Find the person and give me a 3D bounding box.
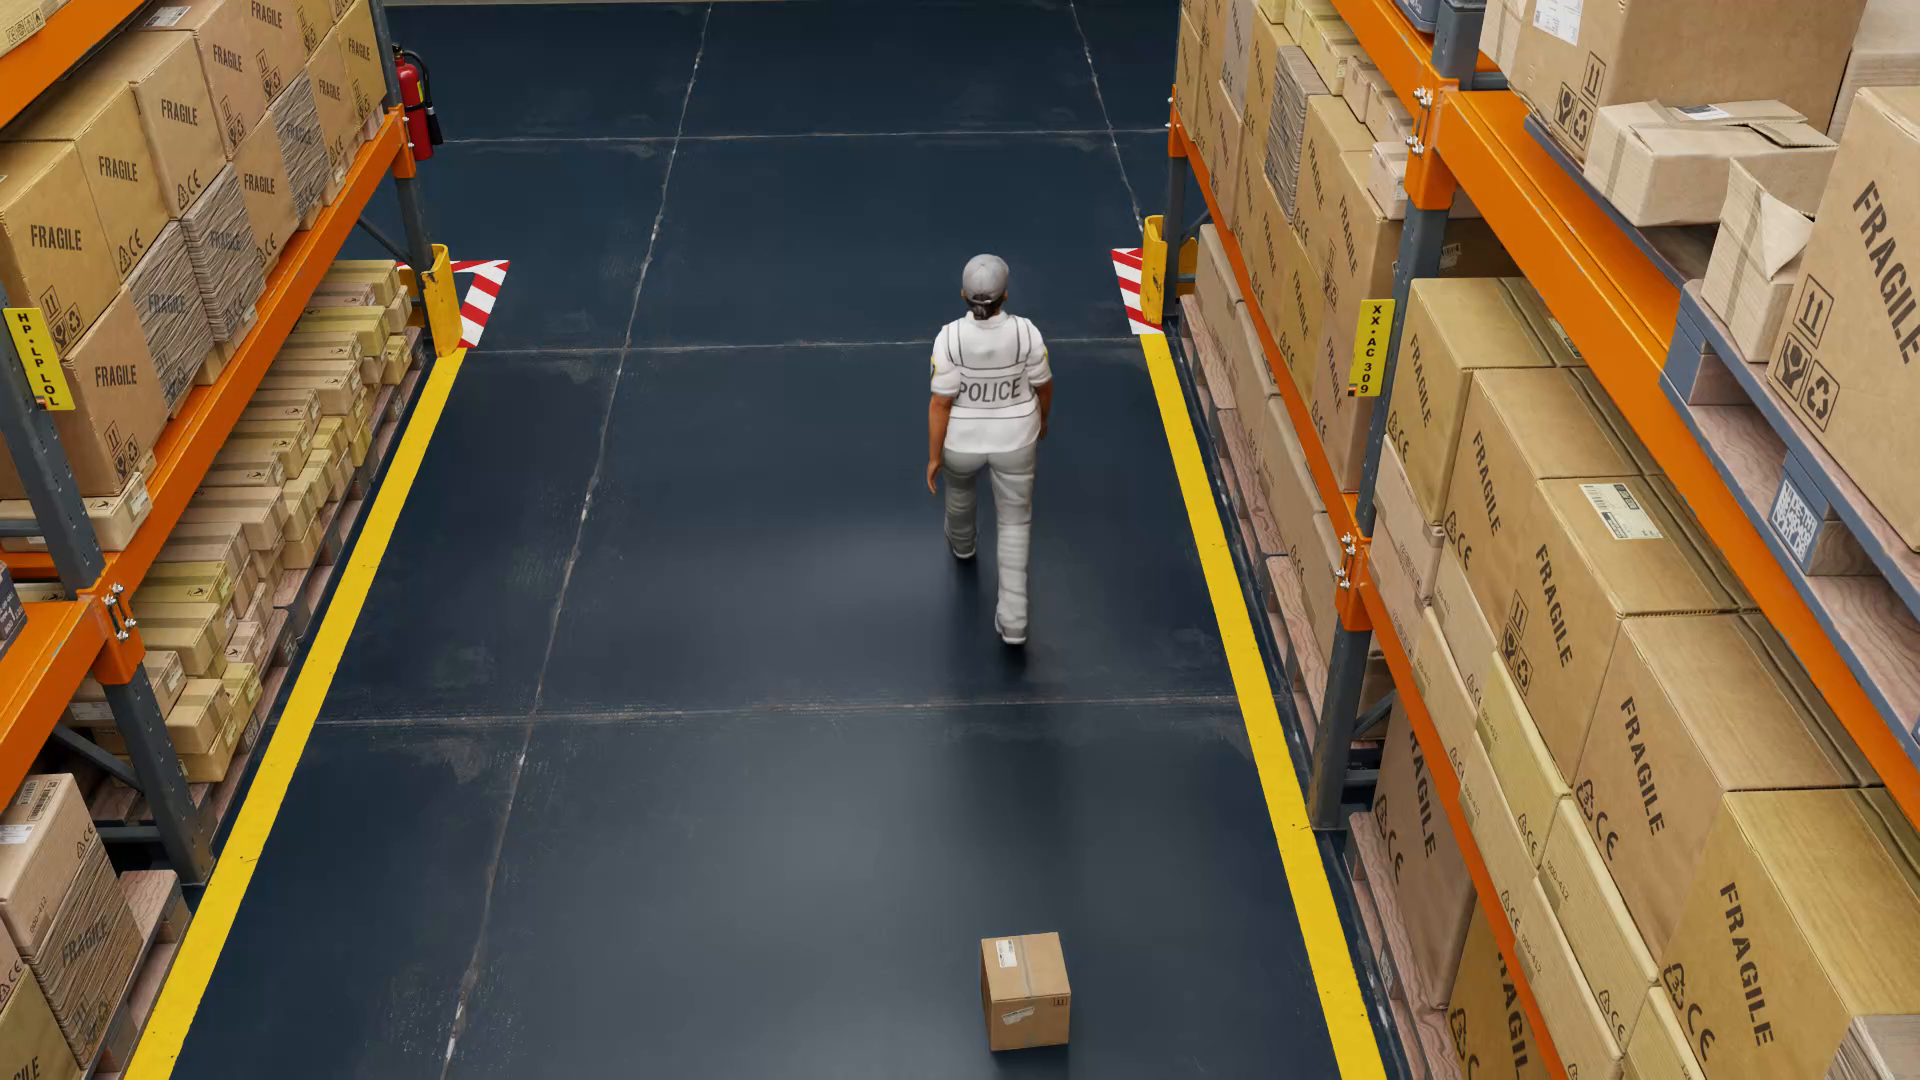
[{"bbox_3d":[0.120,-0.435,6.762,0.503,1.607,1.037,1,35,1],"label":"person"}]
